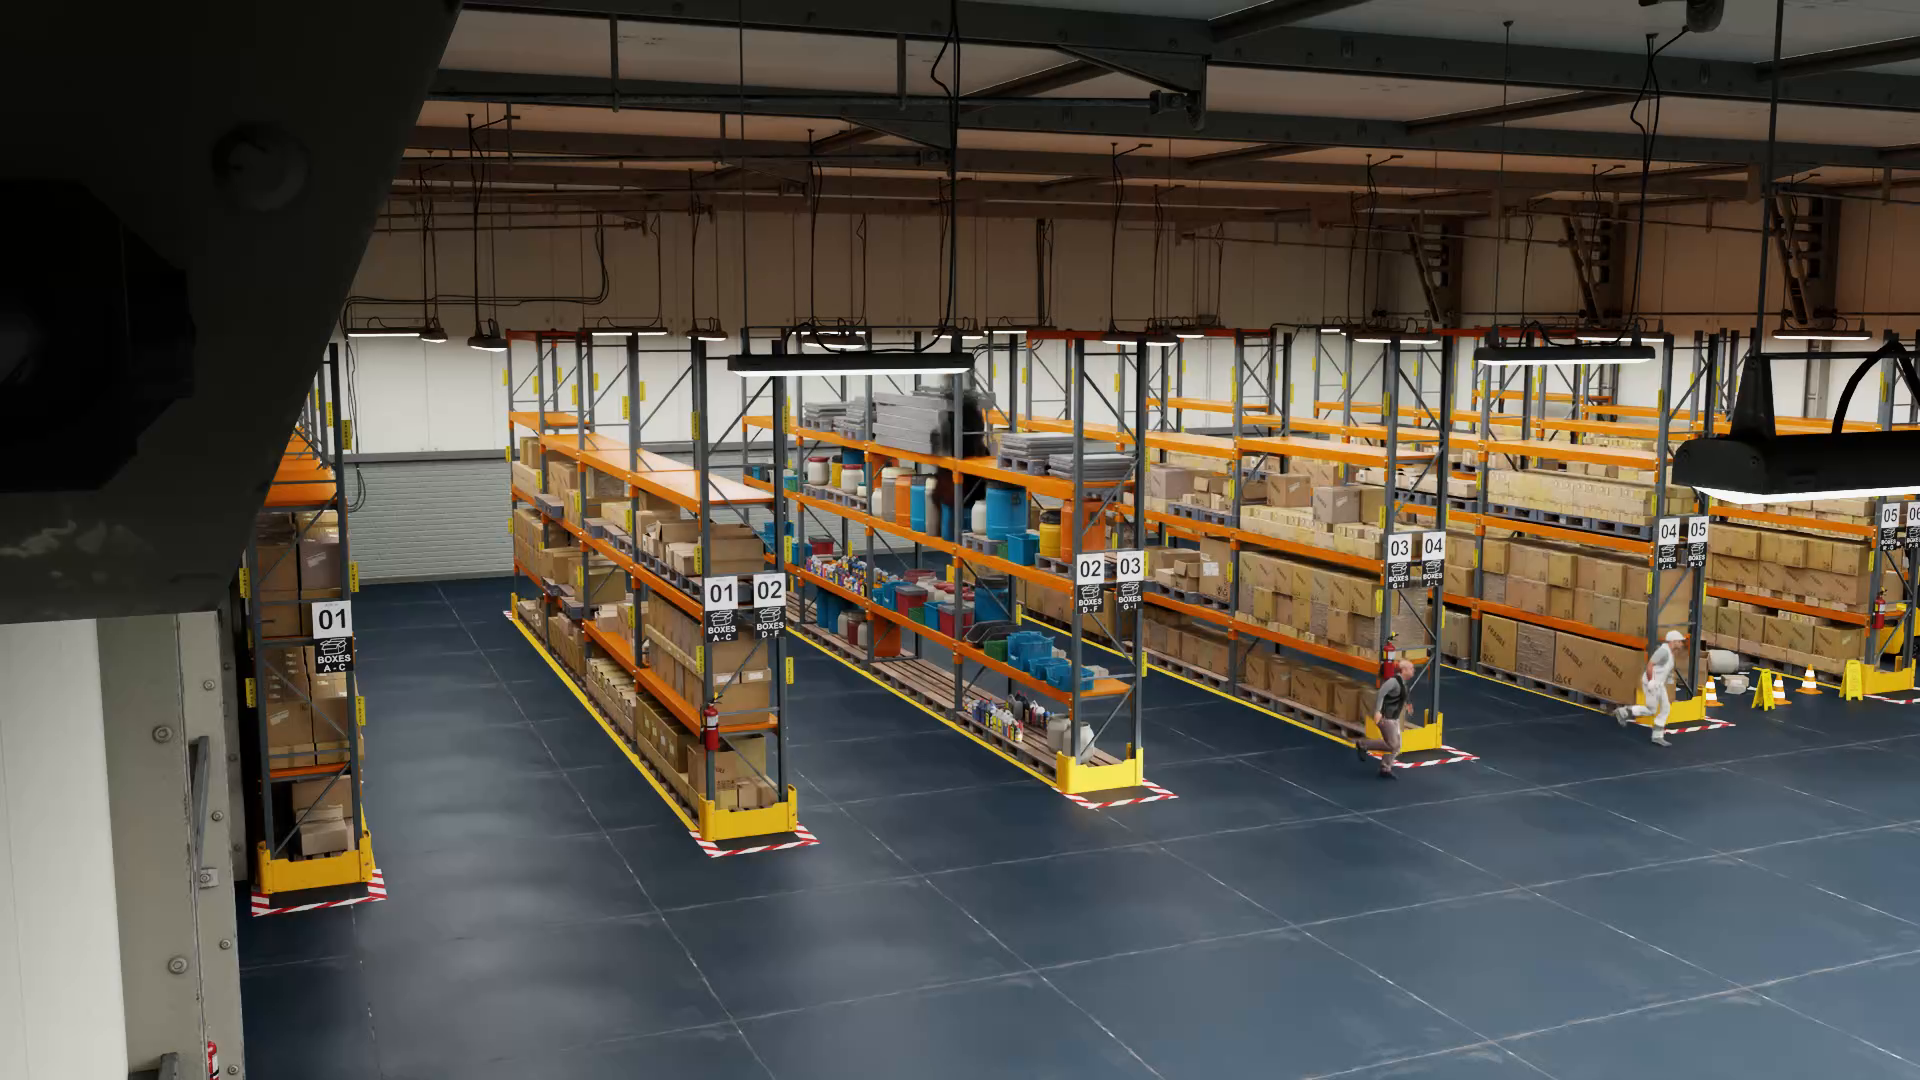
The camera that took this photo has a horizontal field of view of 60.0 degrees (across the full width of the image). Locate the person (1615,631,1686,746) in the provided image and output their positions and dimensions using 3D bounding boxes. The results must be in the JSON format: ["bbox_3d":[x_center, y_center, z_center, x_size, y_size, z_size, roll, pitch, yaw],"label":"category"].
[{"bbox_3d":[10.230,2.160,24.657,0.930,1.723,0.660,5,9,30],"label":"person"}]

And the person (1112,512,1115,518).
[{"bbox_3d":[3.637,0.072,39.438,0.596,1.565,0.628,-2,8,-16],"label":"person"}]

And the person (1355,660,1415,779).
[{"bbox_3d":[5.833,2.442,22.813,0.767,1.659,0.653,4,9,25],"label":"person"}]
